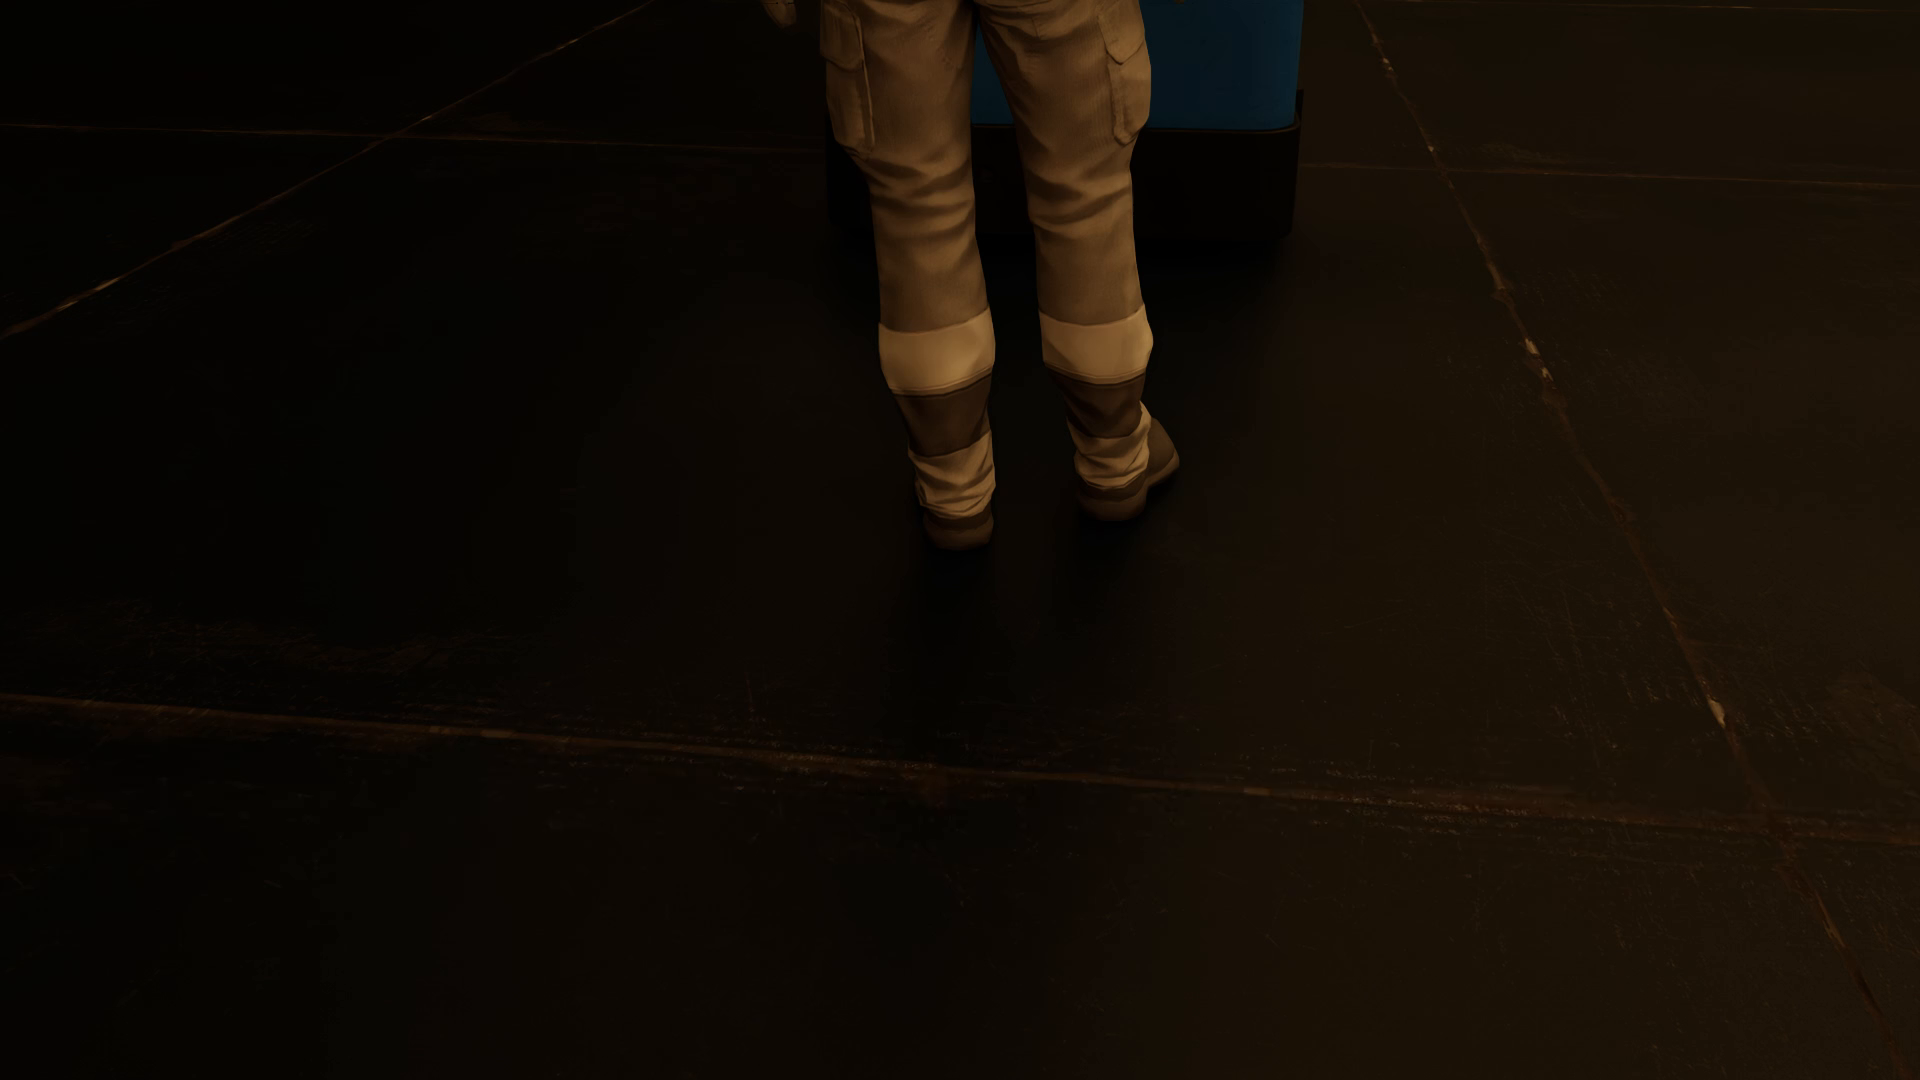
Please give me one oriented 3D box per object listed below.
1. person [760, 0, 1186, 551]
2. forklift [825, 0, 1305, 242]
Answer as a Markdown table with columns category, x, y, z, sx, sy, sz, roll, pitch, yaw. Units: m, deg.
| category | x | y | z | sx | sy | sz | roll | pitch | yaw |
| --- | --- | --- | --- | --- | --- | --- | --- | --- | --- |
| person | 0.021 | -0.842 | 2.168 | 0.638 | 1.789 | 0.562 | 3 | 27 | 7 |
| forklift | 0.363 | -2.593 | 4.415 | 1.130 | 2.935 | 3.031 | 3 | 27 | 5 |
